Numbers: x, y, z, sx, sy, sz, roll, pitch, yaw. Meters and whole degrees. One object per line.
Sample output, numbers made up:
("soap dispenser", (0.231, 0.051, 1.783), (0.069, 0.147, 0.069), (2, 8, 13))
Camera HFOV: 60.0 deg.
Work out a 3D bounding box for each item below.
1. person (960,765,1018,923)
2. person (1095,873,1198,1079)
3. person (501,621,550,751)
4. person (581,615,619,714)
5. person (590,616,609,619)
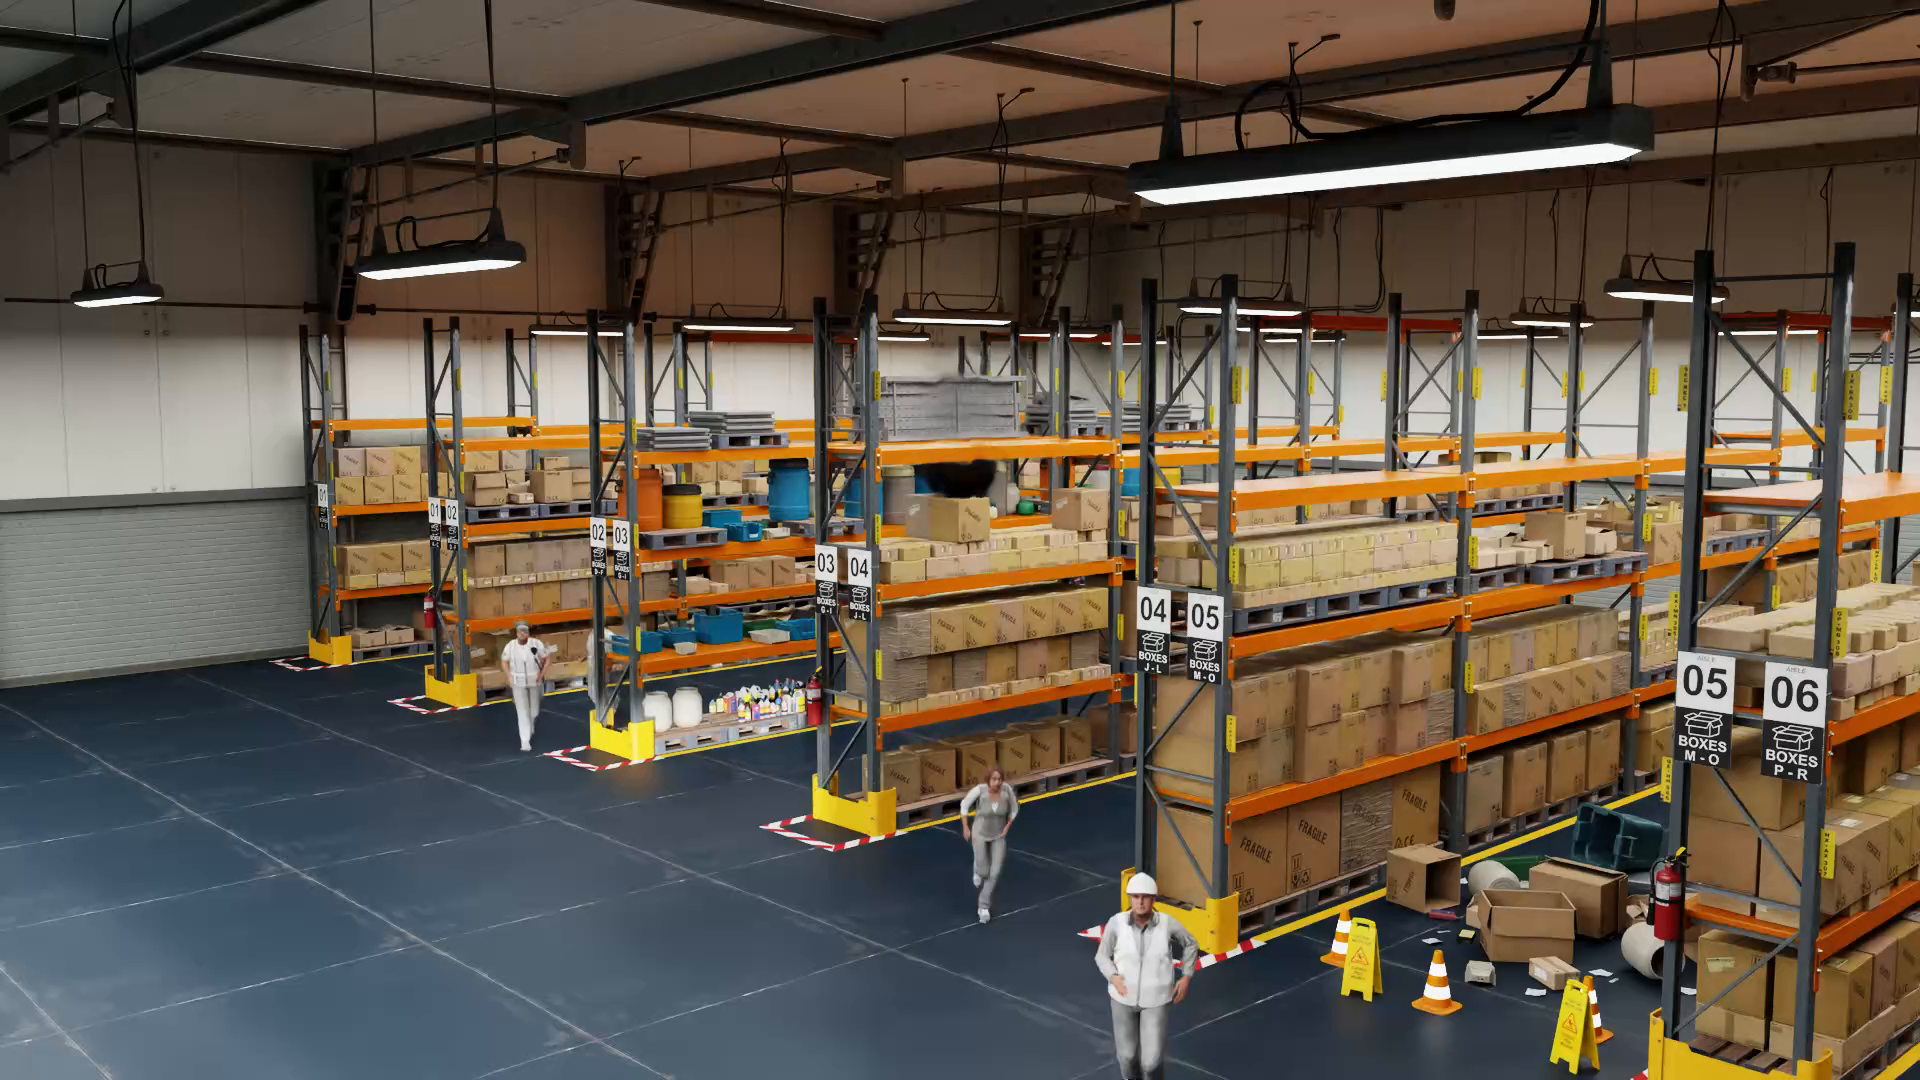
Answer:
("person", (0.266, 2.835, 15.807), (0.533, 1.537, 0.719), (-2, 6, -16))
("person", (1.263, 3.154, 11.392), (0.691, 1.756, 0.656), (1, 6, 12))
("person", (-6.003, 1.984, 23.015), (0.658, 1.790, 0.765), (-2, 6, -16))
("person", (-5.332, 1.872, 24.514), (0.569, 1.661, 0.554), (4, 7, 38))
("person", (-6.468, 1.356, 29.758), (0.595, 1.622, 0.561), (6, 8, 44))
